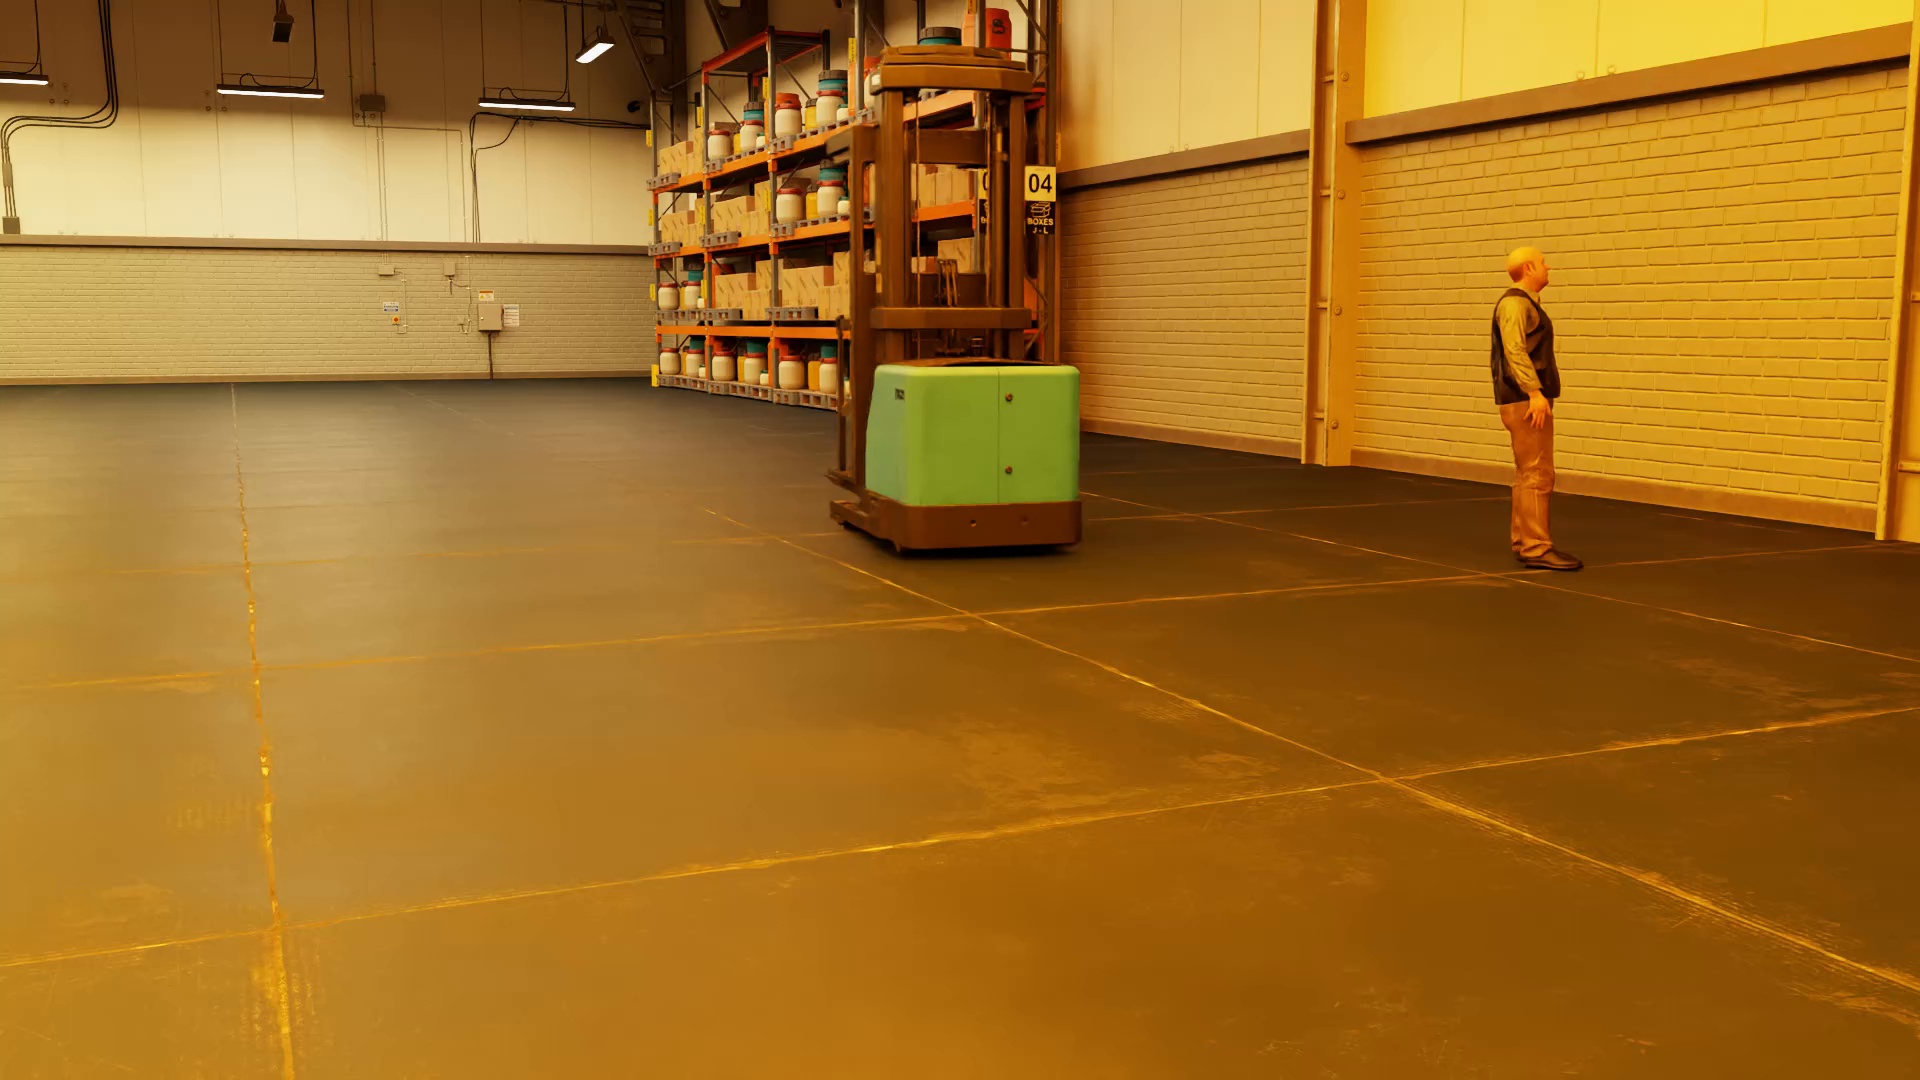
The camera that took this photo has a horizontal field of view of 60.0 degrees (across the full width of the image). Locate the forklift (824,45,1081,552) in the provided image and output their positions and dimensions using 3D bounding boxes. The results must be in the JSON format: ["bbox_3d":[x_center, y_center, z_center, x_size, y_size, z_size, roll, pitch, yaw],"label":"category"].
[{"bbox_3d":[-0.221,-1.537,10.597,1.130,2.935,3.031,-2,8,-17],"label":"forklift"}]

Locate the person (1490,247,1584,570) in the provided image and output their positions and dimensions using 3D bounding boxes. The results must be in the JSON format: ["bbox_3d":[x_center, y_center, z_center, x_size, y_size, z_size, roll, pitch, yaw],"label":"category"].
[{"bbox_3d":[3.162,-0.727,9.088,0.528,1.732,0.619,3,8,19],"label":"person"}]
